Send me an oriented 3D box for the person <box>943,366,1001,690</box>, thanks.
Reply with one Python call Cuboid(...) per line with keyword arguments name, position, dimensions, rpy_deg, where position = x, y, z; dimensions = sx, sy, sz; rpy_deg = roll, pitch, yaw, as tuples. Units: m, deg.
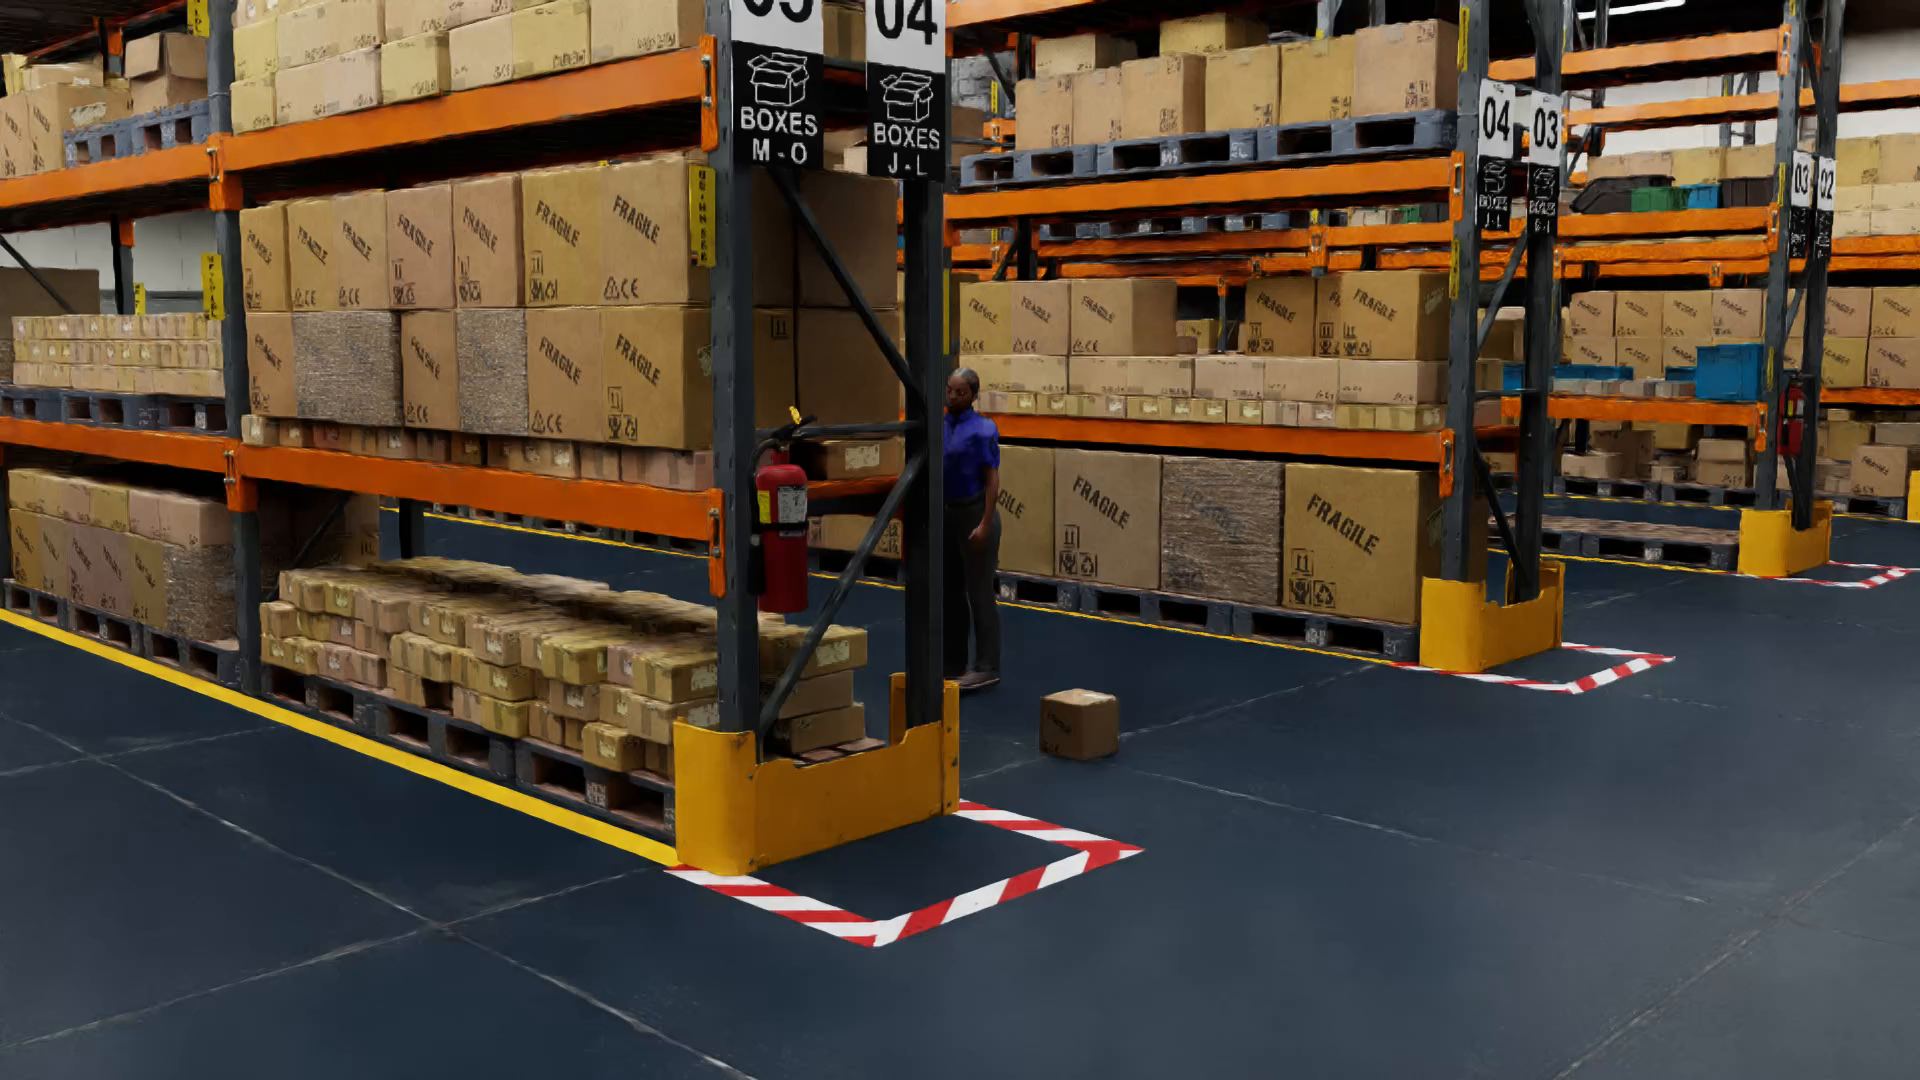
Cuboid(name="person", position=(0.004, -0.068, 8.651), dimensions=(0.490, 1.664, 0.354), rpy_deg=(7, 10, 43))
